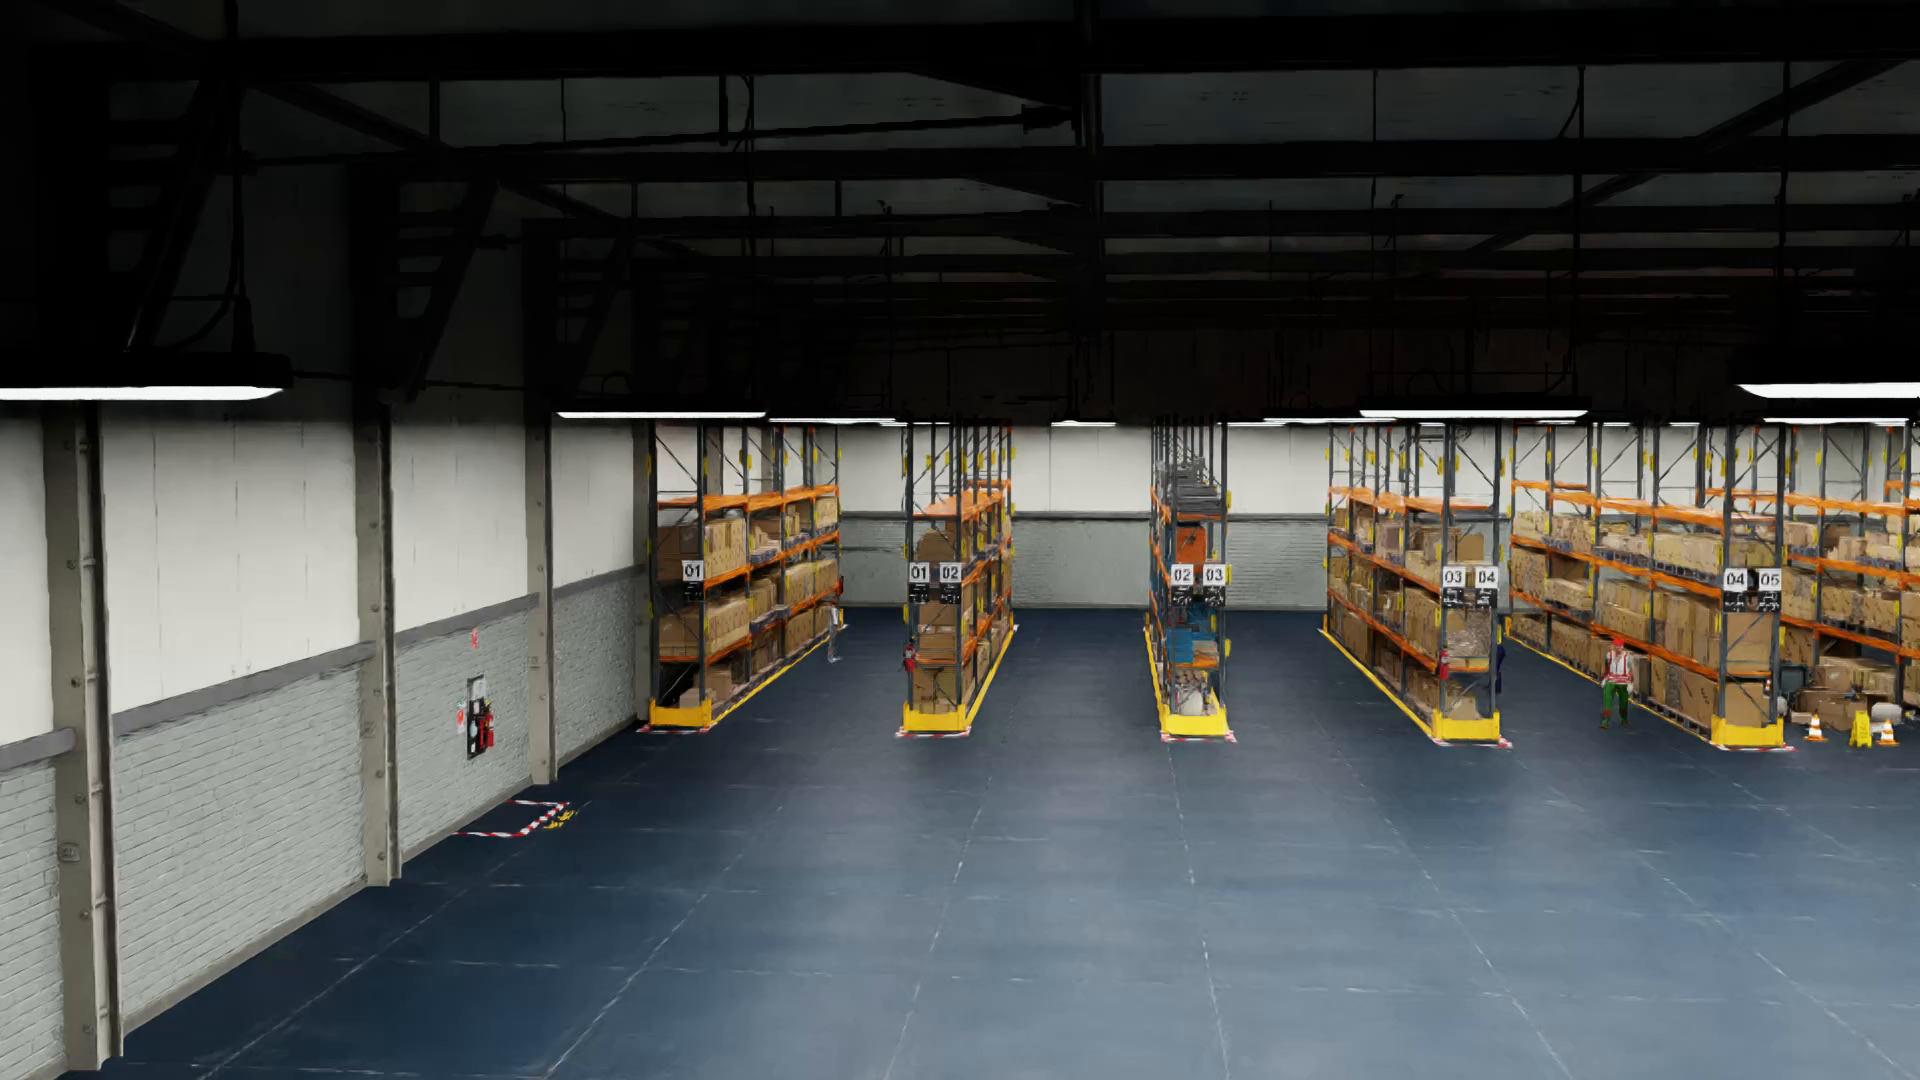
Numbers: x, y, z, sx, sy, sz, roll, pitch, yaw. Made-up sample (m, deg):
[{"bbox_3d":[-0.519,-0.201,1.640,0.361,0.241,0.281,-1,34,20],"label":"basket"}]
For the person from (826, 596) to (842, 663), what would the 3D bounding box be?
[{"bbox_3d":[-3.065,2.173,40.675,0.419,1.603,0.502,-1,4,-17],"label":"person"}]

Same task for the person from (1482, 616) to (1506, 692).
[{"bbox_3d":[11.567,2.465,36.071,0.474,1.651,0.523,3,5,36],"label":"person"}]

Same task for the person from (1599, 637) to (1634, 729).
[{"bbox_3d":[12.529,2.718,31.721,0.596,1.742,0.961,2,4,29],"label":"person"}]
